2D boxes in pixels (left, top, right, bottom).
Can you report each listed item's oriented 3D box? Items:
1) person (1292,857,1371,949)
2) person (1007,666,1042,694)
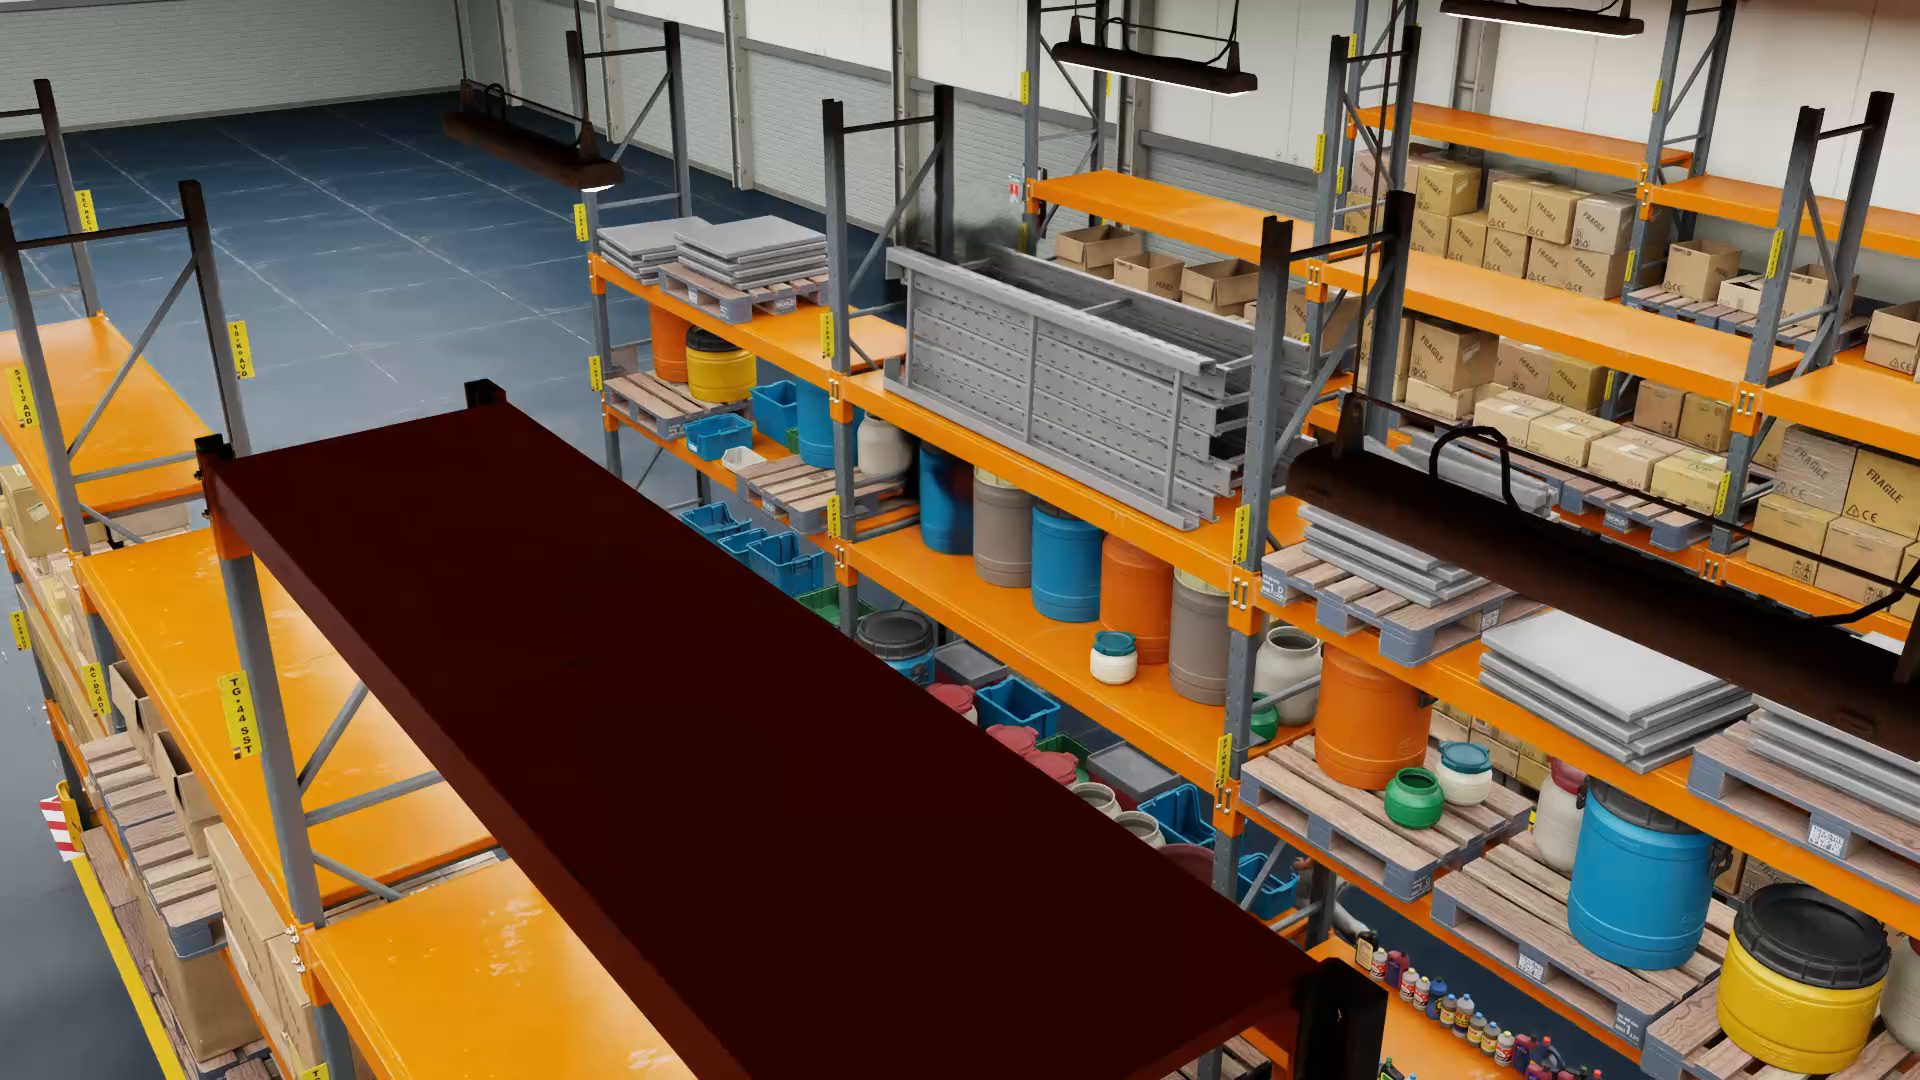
[{"bbox_3d":[2.623,2.295,11.668,0.549,1.483,0.665,-19,31,-35],"label":"person"},{"bbox_3d":[0.518,0.622,14.872,0.675,1.849,0.729,-16,29,-31],"label":"person"}]
